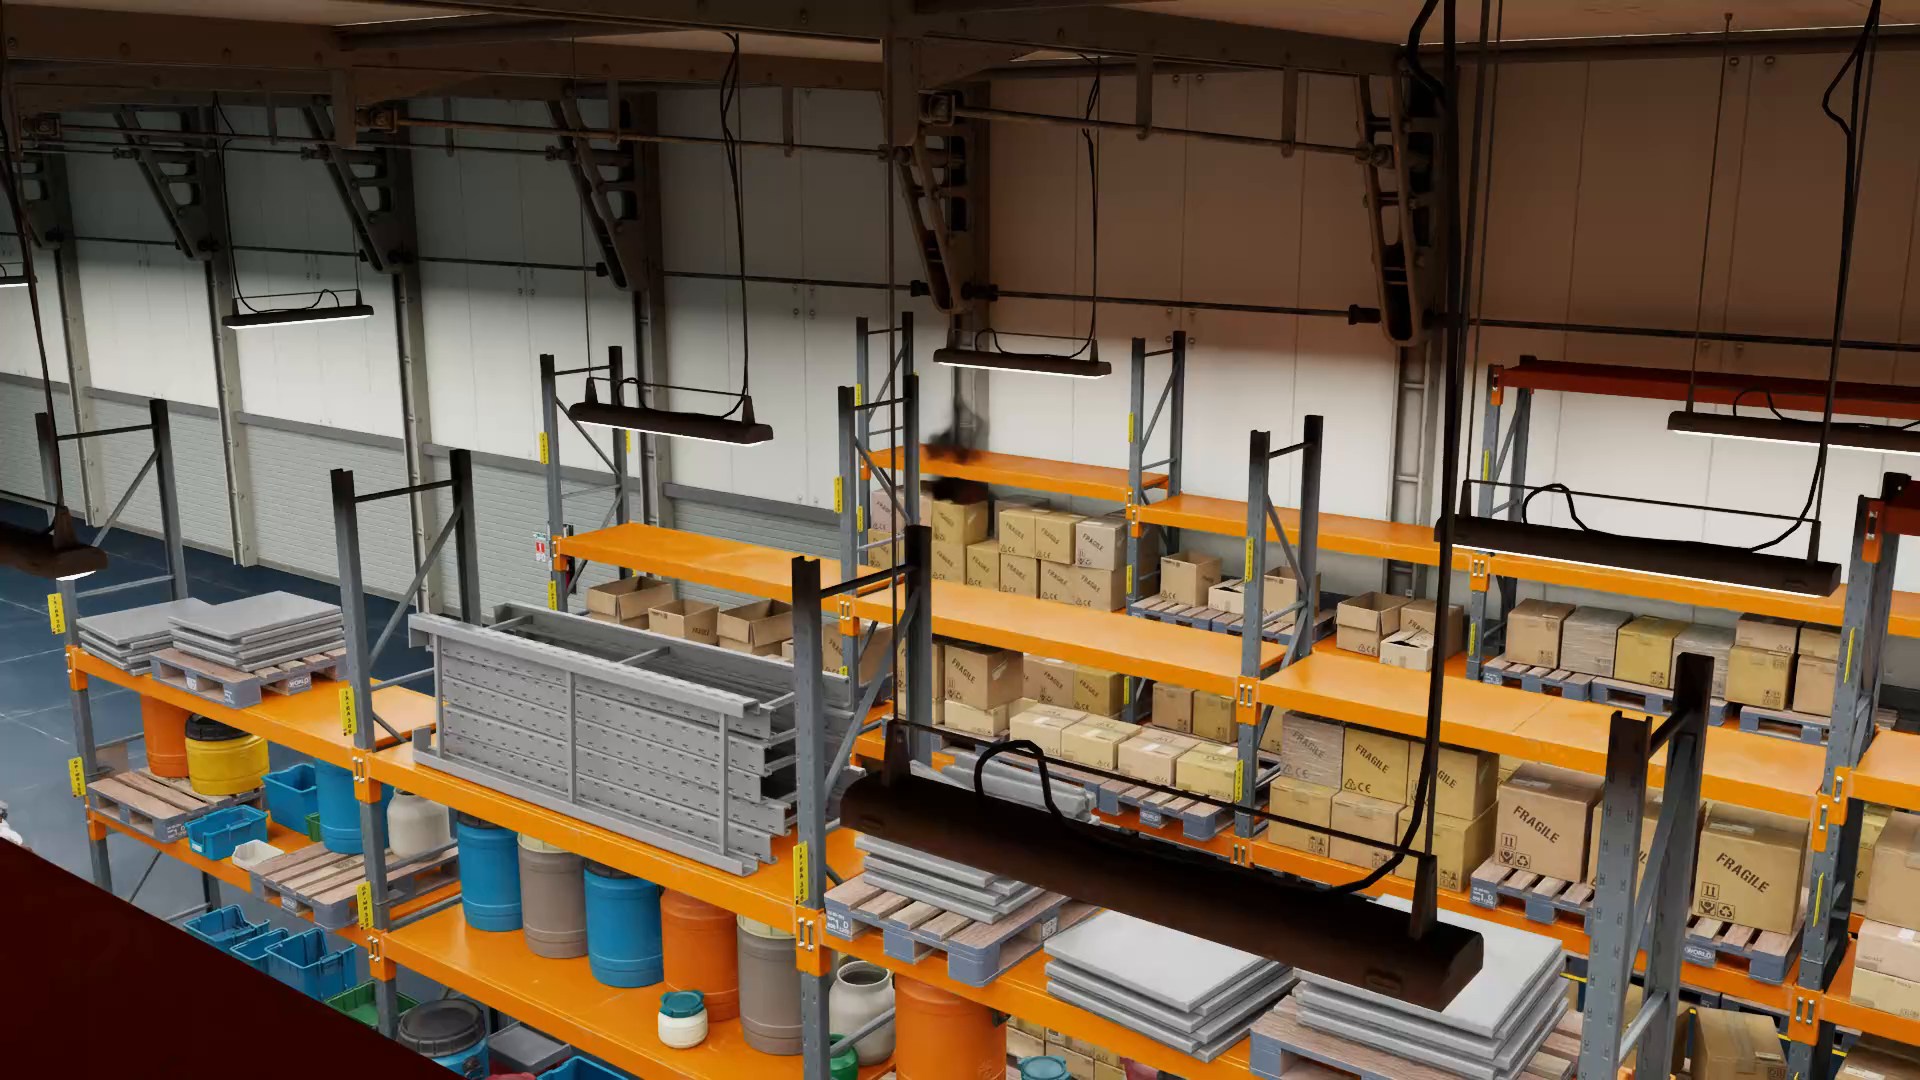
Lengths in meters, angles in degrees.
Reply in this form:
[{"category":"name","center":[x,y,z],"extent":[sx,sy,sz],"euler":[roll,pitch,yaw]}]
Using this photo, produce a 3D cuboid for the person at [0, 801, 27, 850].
[{"category":"person","center":[-9.667,3.420,16.822],"extent":[0.743,1.743,0.561],"euler":[-6,14,-24]}]
